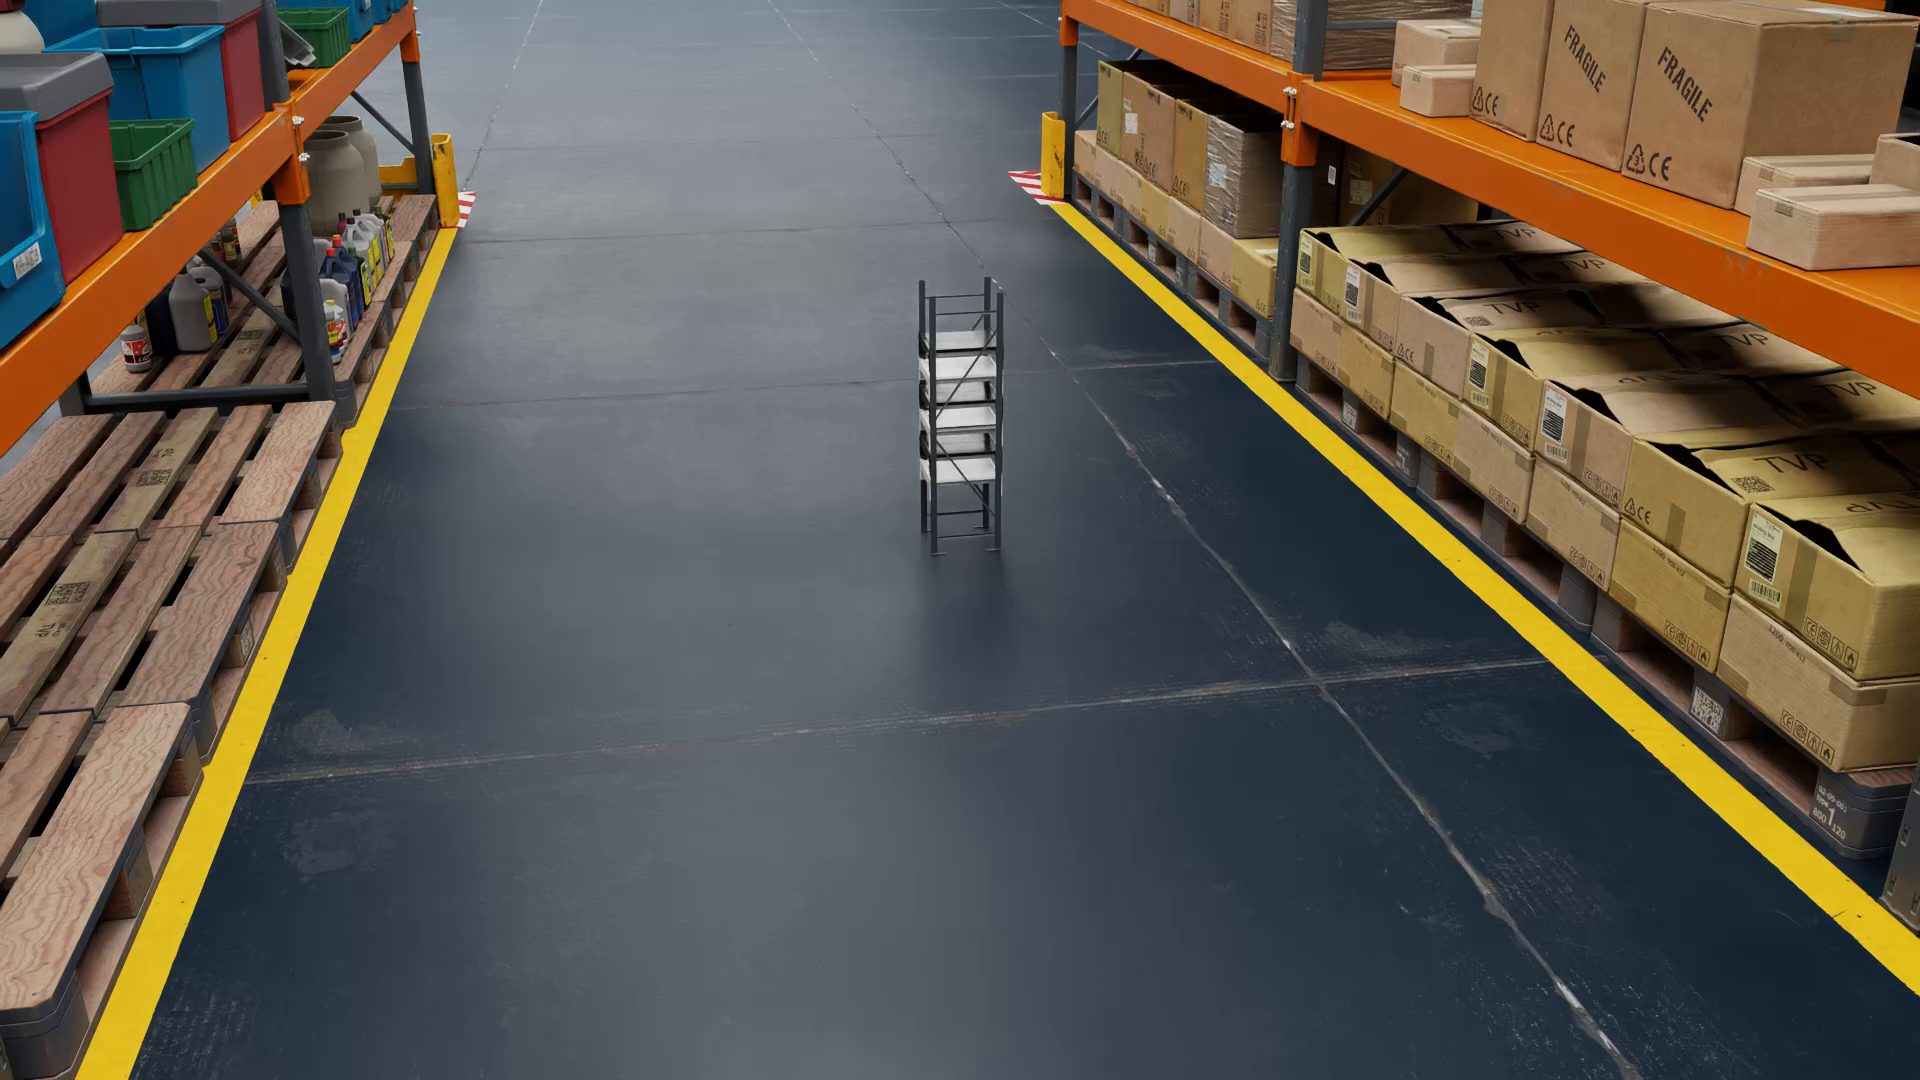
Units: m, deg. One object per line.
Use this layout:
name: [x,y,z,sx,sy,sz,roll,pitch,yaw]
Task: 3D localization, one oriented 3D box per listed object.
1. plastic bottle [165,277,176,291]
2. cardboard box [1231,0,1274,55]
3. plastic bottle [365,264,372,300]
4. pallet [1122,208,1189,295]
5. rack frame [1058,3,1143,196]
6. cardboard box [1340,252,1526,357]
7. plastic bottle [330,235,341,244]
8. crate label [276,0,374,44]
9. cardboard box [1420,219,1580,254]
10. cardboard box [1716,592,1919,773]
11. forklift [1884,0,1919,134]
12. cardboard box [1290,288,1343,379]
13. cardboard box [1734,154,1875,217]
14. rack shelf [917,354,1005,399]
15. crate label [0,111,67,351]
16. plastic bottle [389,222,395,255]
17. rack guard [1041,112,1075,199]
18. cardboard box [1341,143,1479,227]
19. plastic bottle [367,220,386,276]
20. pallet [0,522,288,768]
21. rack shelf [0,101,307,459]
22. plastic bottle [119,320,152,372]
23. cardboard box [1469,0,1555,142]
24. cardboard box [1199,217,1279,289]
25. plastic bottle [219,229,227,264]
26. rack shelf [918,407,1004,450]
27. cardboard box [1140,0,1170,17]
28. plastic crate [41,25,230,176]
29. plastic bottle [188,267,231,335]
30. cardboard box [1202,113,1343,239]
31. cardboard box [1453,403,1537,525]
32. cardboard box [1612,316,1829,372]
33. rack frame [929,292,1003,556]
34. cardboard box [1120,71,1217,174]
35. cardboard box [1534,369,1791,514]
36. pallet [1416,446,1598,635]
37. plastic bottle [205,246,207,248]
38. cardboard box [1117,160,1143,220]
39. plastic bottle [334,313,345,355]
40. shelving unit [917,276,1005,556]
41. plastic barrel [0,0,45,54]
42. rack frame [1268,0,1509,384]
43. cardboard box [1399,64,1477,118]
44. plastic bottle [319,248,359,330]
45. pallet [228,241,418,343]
plastic bottle: [-3.427,-1.053,7.174,0.144,0.351,0.185,-6,24,-12]
cardboard box: [1.687,-2.550,7.716,0.700,0.500,0.500,-5,24,-10]
plastic bottle: [-2.795,-1.213,7.726,0.097,0.201,0.097,0,24,0]
pallet: [1.544,-1.642,9.246,1.003,0.211,1.213,-4,24,-10]
rack frame: [1.140,-3.697,10.466,1.000,3.000,0.127,-4,24,-10]
cardboard box: [1.798,-0.934,6.352,0.500,0.311,0.500,-5,24,-10]
plastic bottle: [-3.032,-1.389,8.128,0.097,0.201,0.097,0,24,0]
crate label: [-3.123,-2.644,8.012,0.502,0.435,0.616,-4,24,-10]
cardboard box: [2.236,-1.175,6.902,0.500,0.311,0.500,-4,24,-10]
cardboard box: [2.282,0.329,4.160,0.500,0.250,0.500,-4,24,-8]
forklift: [4.890,-2.219,7.169,3.031,2.935,1.130,1,24,2]
cardboard box: [1.710,-0.879,6.925,0.500,0.250,0.500,-5,24,-11]
cardboard box: [2.328,-0.932,4.451,0.380,0.149,0.250,-3,24,-6]
rack shelf: [0.001,-0.544,5.504,0.258,0.077,0.200,-4,24,-10]
crate label: [-2.168,-0.612,3.359,0.502,0.435,0.616,-4,24,-10]
plastic bottle: [-2.959,-1.561,8.523,0.097,0.201,0.097,0,24,0]
rack guard: [1.135,-2.561,10.988,1.175,0.500,0.348,-4,24,-10]
cardboard box: [2.101,-1.605,7.651,0.500,0.500,0.500,-4,24,-10]
plastic bottle: [-2.913,-1.439,8.151,0.152,0.276,0.135,-5,24,-11]
pallet: [-2.577,0.307,4.784,1.003,0.211,1.213,-4,24,-10]
rack shelf: [-2.619,-0.642,4.371,1.077,0.370,4.000,-4,24,-10]
plastic bottle: [-3.363,-0.797,6.774,0.097,0.201,0.097,0,24,0]
cardboard box: [2.103,-1.659,5.675,0.500,0.500,0.500,-3,24,-6]
cardboard box: [1.496,-1.419,8.163,0.500,0.250,0.500,-4,24,-10]
plastic bottle: [-3.676,-1.462,8.193,0.061,0.283,0.133,-4,24,-9]
rack shelf: [0.001,-0.379,5.576,0.258,0.077,0.200,-4,24,-10]
cardboard box: [1.401,-3.156,9.103,0.700,0.500,0.500,-4,24,-9]
plastic crate: [-2.480,-1.340,5.090,0.392,0.384,0.575,-4,24,-10]
plastic bottle: [-3.286,-1.040,7.237,0.152,0.276,0.135,-4,24,-10]
cardboard box: [1.498,-1.763,8.013,0.500,0.500,0.500,-4,24,-10]
cardboard box: [1.995,-0.274,5.540,0.500,0.250,0.500,-4,24,-9]
cardboard box: [2.518,-0.576,5.531,0.500,0.311,0.500,-5,24,-10]
rack frame: [0.020,-0.369,5.471,0.240,0.900,0.006,-4,24,-10]
cardboard box: [1.220,-2.353,9.364,0.500,0.500,0.500,-4,24,-10]
cardboard box: [2.087,-0.330,4.968,0.500,0.311,0.500,-4,24,-10]
pallet: [2.283,-0.078,5.664,1.003,0.211,1.213,-4,24,-10]
plastic bottle: [-3.581,-1.293,7.821,0.097,0.271,0.097,0,24,0]
cardboard box: [1.208,-2.009,9.512,0.500,0.250,0.500,-4,24,-10]
plastic bottle: [-2.636,-0.875,6.953,0.097,0.201,0.097,0,24,0]
shelving unit: [0.001,-0.409,5.563,0.258,0.900,0.210,-4,24,-10]
plastic barrel: [-3.028,-1.428,5.102,0.433,0.535,0.433,0,24,0]
rack frame: [1.879,-2.123,6.864,1.000,3.000,0.127,-4,24,-10]
cardboard box: [1.842,-1.645,6.082,0.380,0.149,0.250,-4,24,-10]
plastic bottle: [-2.731,-1.094,7.267,0.144,0.351,0.185,-4,24,-8]
pallet: [-3.302,-1.228,8.299,1.003,0.211,1.213,-4,24,-10]
